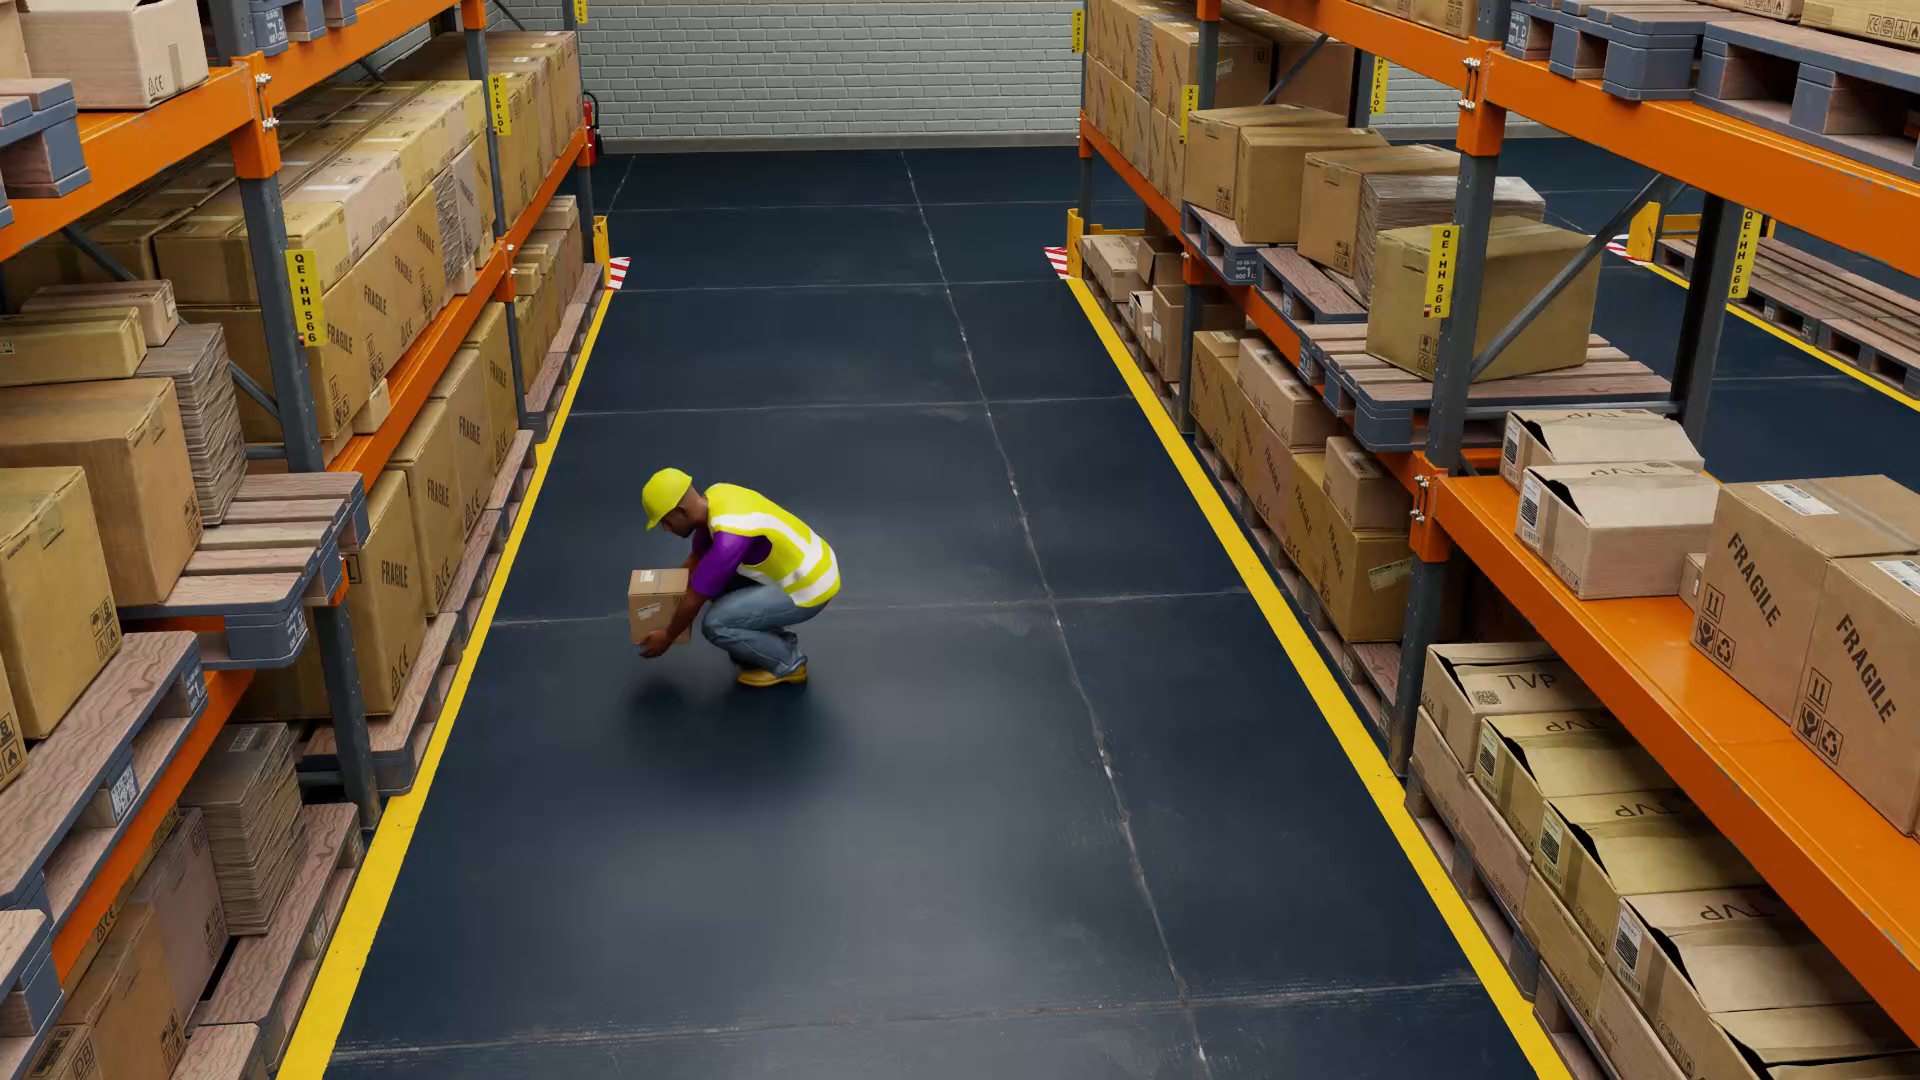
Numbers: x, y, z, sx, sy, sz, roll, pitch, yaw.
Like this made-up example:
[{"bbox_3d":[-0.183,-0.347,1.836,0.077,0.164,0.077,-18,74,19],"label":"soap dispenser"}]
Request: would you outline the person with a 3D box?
[{"bbox_3d":[8.274,0.592,3.434,18.010,3.200,9.548,-2,24,-5],"label":"person"}]
